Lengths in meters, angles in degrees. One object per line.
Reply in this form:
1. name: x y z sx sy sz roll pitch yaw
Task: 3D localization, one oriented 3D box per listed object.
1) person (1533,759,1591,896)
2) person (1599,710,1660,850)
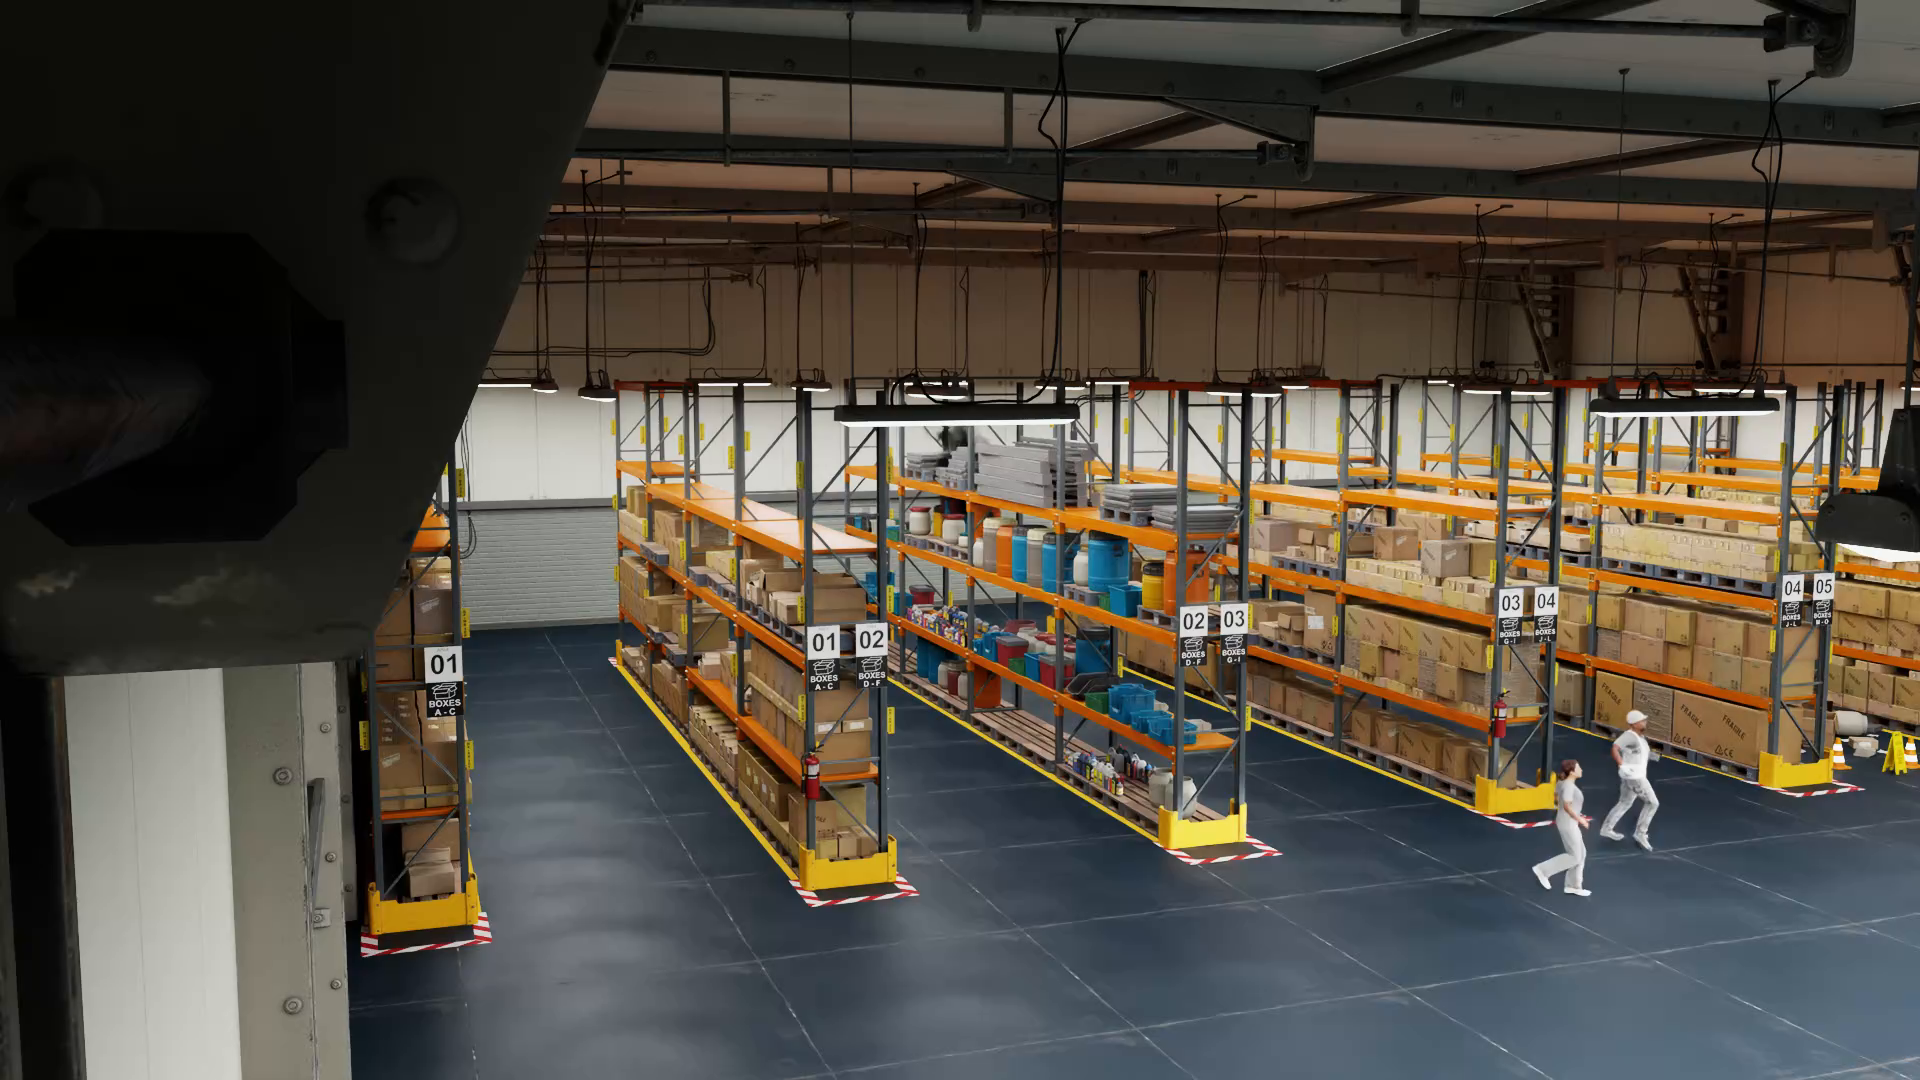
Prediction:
1. person: 7.213 3.421 19.886 0.685 1.655 0.589 1 6 11
2. person: 8.834 3.141 21.924 0.699 1.820 0.670 2 6 18
